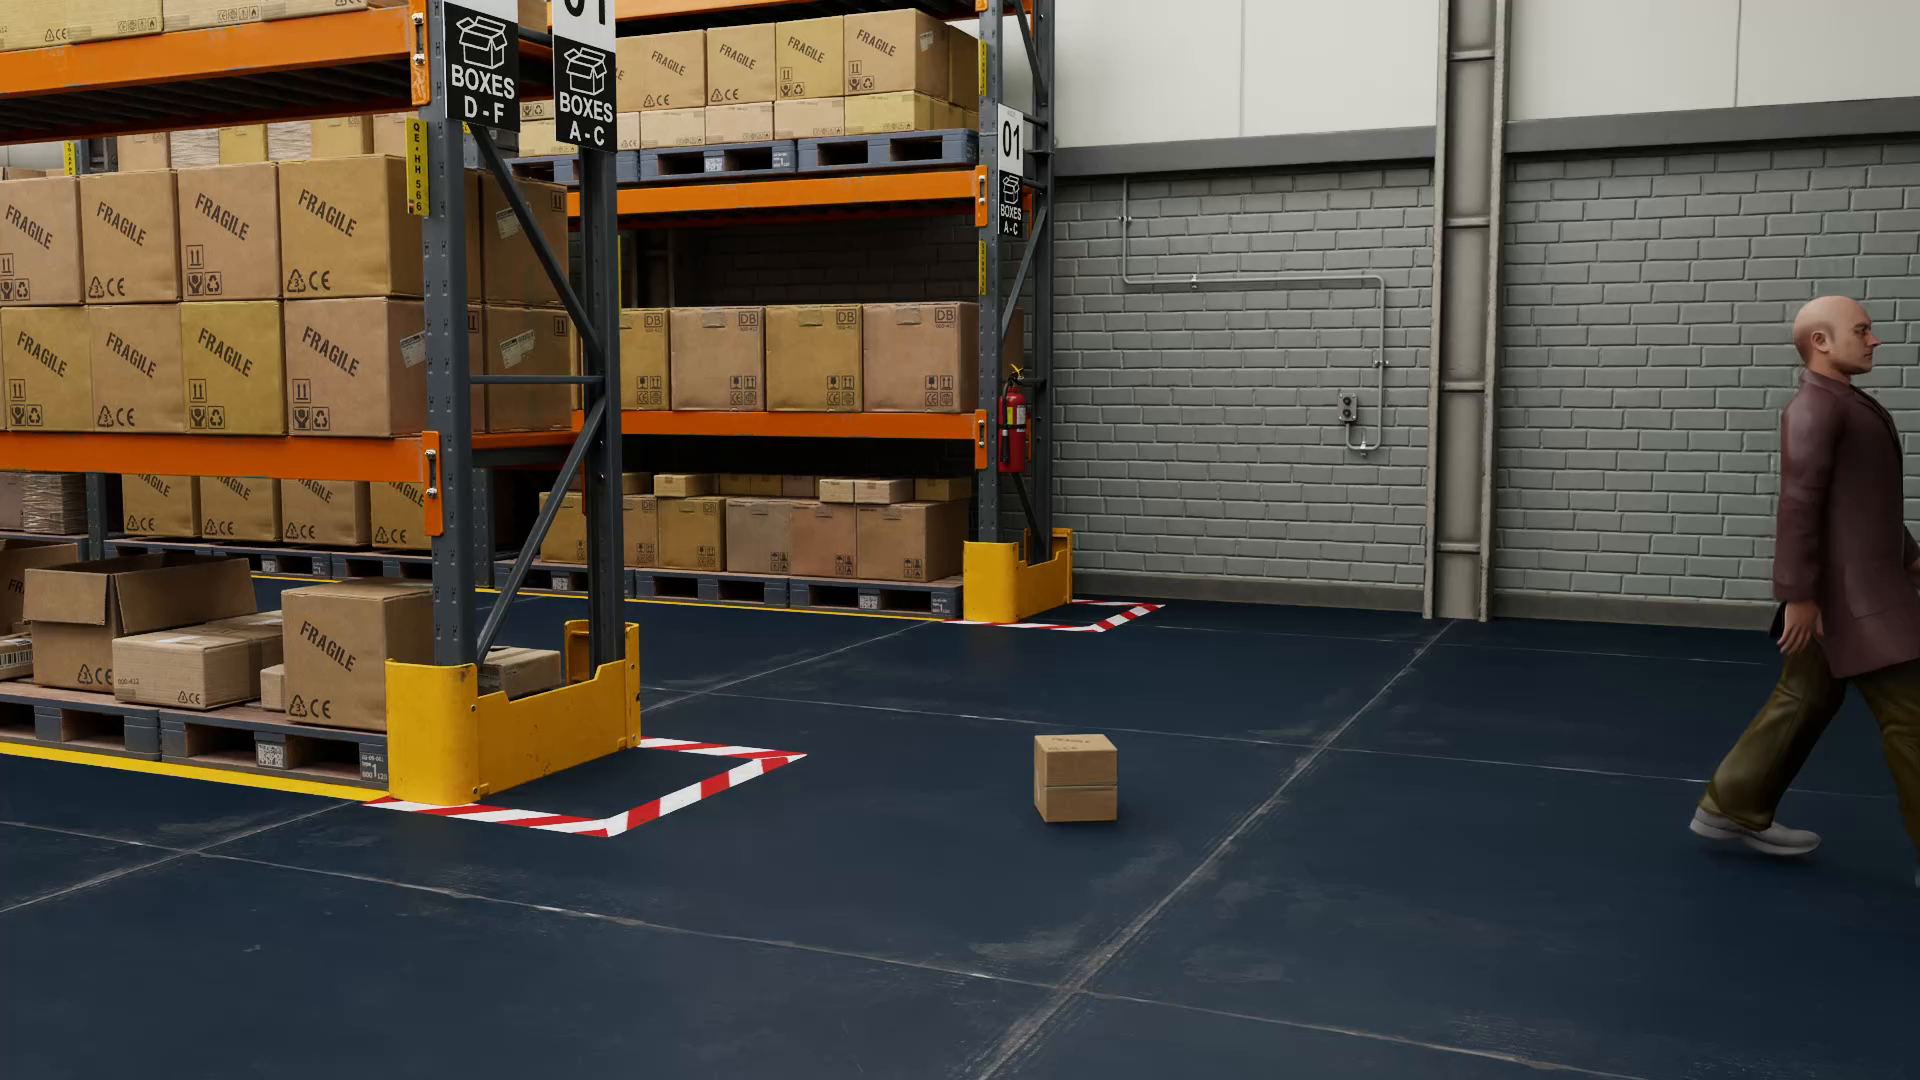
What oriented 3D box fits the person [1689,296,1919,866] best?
[{"bbox_3d":[2.754,0.141,4.977,0.997,1.735,0.581,3,6,27],"label":"person"}]
